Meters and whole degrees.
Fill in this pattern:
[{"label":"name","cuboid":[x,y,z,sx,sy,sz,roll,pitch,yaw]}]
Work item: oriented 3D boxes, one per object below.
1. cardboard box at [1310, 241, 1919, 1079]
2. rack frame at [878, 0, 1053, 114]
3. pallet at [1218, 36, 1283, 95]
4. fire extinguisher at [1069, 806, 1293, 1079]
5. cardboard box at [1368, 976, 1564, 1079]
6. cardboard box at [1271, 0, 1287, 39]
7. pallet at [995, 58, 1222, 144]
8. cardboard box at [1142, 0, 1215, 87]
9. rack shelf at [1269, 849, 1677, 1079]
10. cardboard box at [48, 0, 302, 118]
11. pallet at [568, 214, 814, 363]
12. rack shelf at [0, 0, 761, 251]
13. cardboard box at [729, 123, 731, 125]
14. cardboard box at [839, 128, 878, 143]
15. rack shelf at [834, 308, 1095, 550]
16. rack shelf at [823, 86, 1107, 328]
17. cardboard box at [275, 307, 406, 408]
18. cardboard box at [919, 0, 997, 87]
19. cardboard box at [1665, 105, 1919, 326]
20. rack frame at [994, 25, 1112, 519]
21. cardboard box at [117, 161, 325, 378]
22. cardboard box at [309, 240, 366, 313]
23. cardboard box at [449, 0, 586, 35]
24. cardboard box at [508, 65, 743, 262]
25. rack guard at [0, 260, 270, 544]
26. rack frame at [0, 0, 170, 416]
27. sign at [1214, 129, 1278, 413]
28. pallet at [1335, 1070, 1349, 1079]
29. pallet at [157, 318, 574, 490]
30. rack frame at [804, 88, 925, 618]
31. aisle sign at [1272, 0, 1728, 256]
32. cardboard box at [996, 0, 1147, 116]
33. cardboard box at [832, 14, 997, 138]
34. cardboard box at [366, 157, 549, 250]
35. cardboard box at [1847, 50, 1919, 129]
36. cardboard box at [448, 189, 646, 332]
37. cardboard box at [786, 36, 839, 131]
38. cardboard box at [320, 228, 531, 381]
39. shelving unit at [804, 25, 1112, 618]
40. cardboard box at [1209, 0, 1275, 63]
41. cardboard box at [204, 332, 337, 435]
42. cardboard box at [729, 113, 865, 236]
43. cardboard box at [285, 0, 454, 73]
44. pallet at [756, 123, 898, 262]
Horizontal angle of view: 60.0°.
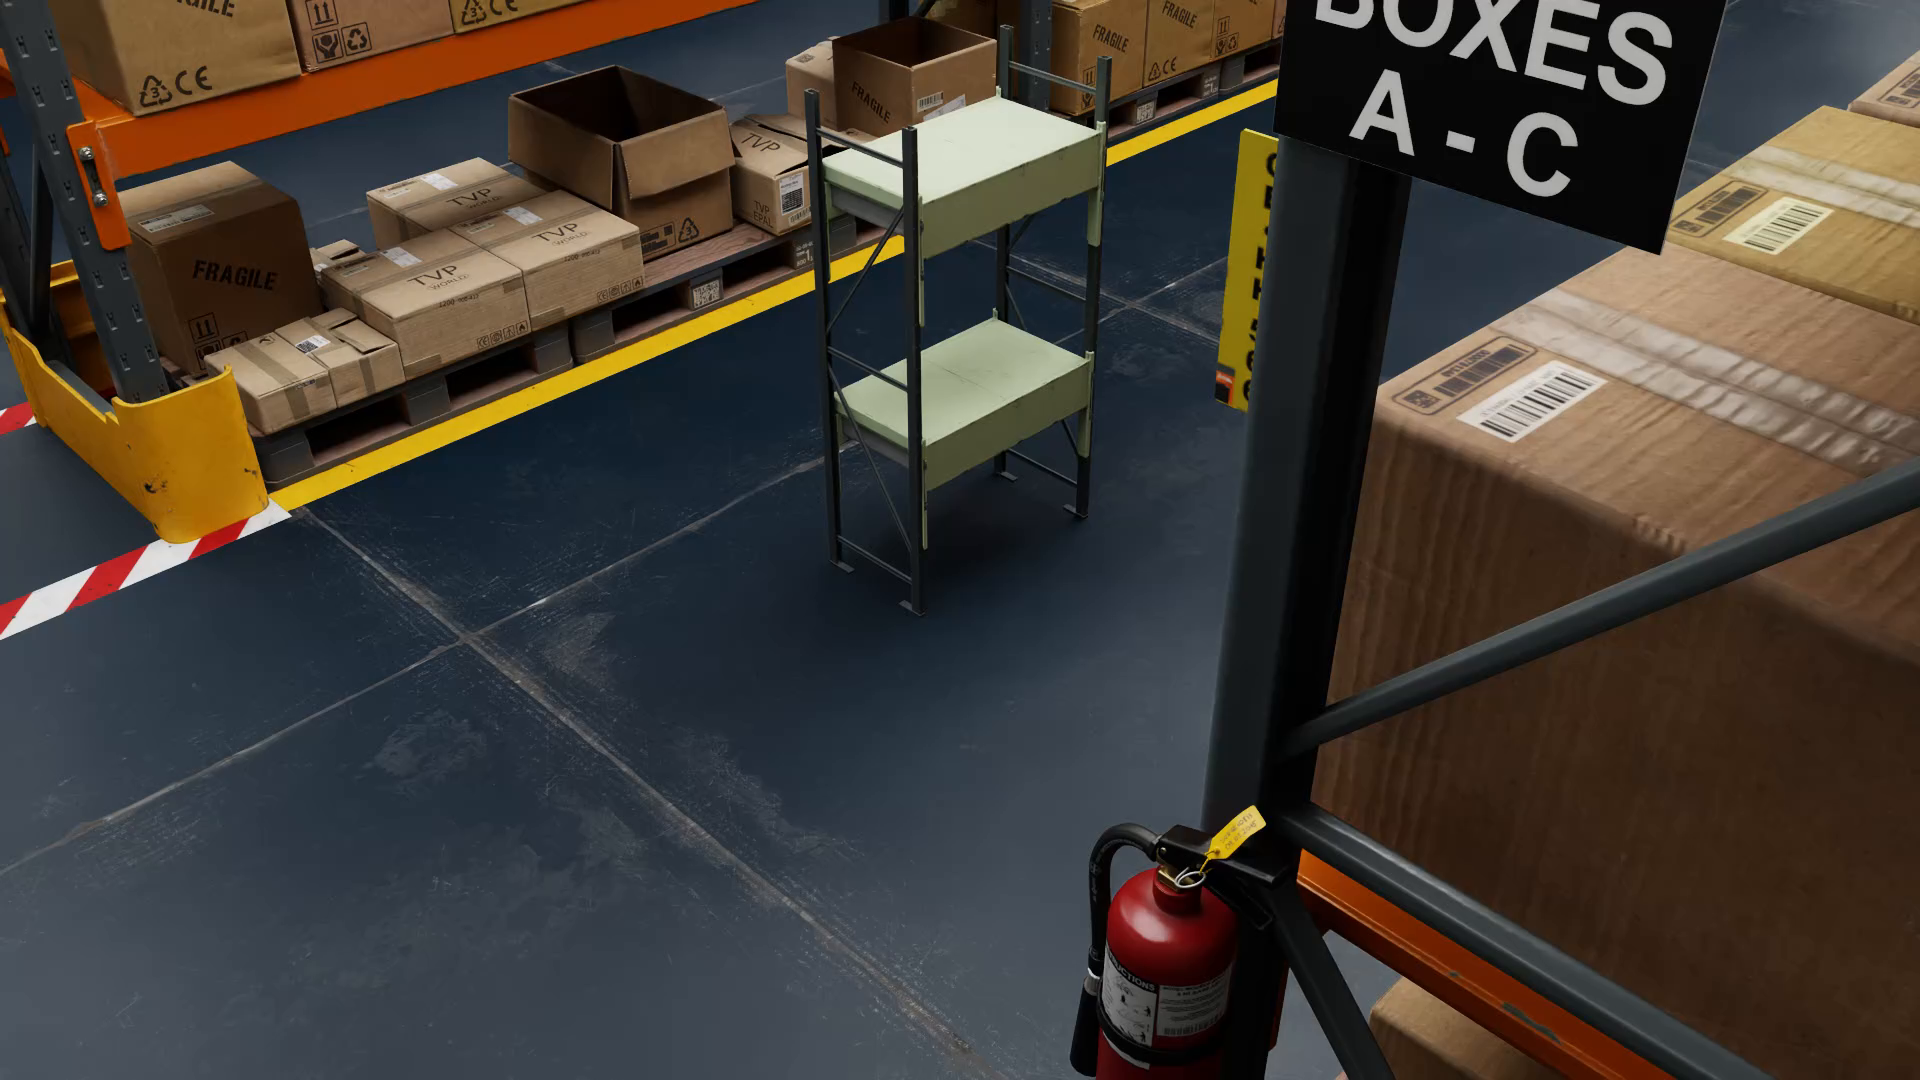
[{"label":"cardboard box","cuboid":[1.059,0.185,2.101,0.700,0.700,0.980,-28,43,-34]},{"label":"rack frame","cuboid":[0.007,-3.100,7.073,1.000,3.000,0.127,30,45,35]},{"label":"pallet","cuboid":[1.413,-2.799,9.079,1.003,0.211,1.213,30,45,35]},{"label":"fire extinguisher","cuboid":[0.273,0.579,2.192,0.296,0.674,0.183,30,45,35]},{"label":"cardboard box","cuboid":[1.129,1.047,2.944,0.700,0.500,0.500,30,45,35]},{"label":"cardboard box","cuboid":[1.603,-2.979,8.700,0.500,0.500,0.500,28,43,34]},{"label":"pallet","cuboid":[0.553,-2.302,8.366,1.003,0.211,1.213,30,45,35]},{"label":"cardboard box","cuboid":[0.889,-2.574,8.120,0.500,0.500,0.500,-29,44,-35]},{"label":"rack shelf","cuboid":[2.116,0.002,3.254,1.077,0.370,4.000,30,45,35]},{"label":"cardboard box","cuboid":[-2.312,-1.591,4.822,0.500,0.500,0.500,-29,44,-35]},{"label":"pallet","cuboid":[-1.337,-1.180,6.758,1.003,0.211,1.213,30,45,35]},{"label":"rack shelf","cuboid":[-1.402,-1.993,6.115,1.077,0.370,4.000,30,45,35]},{"label":"cardboard box","cuboid":[-1.045,-1.680,7.129,0.380,0.166,0.250,30,45,35]},{"label":"cardboard box","cuboid":[-0.415,-1.589,7.014,0.380,0.149,0.250,30,45,35]},{"label":"rack shelf","cuboid":[0.005,-0.350,5.011,0.431,0.370,0.720,30,45,35]},{"label":"rack shelf","cuboid":[0.005,-0.938,4.602,0.431,0.370,0.720,30,45,35]},{"label":"cardboard box","cuboid":[-2.096,-0.628,5.620,0.380,0.166,0.250,30,45,35]},{"label":"cardboard box","cuboid":[0.151,-2.571,8.115,0.500,0.500,0.500,29,44,35]},{"label":"cardboard box","cuboid":[1.564,-0.115,2.531,0.980,0.700,0.700,29,44,35]},{"label":"rack frame","cuboid":[0.263,-0.766,5.038,0.400,1.500,0.023,30,45,35]},{"label":"cardboard box","cuboid":[-2.603,-0.951,5.793,0.500,0.500,0.500,30,45,35]},{"label":"cardboard box","cuboid":[-2.254,-0.943,6.072,0.380,0.166,0.250,30,45,35]},{"label":"cardboard box","cuboid":[-1.596,-2.005,5.416,0.500,0.500,0.500,29,44,35]},{"label":"cardboard box","cuboid":[-1.313,-1.492,6.565,0.797,0.503,0.637,30,45,35]},{"label":"rack guard","cuboid":[-2.758,-0.482,5.504,1.175,0.500,0.348,30,45,35]},{"label":"rack frame","cuboid":[-2.811,-1.476,4.745,1.000,3.000,0.127,30,45,35]},{"label":"sign","cuboid":[0.331,-0.278,1.807,0.100,0.325,0.005,30,45,35]},{"label":"pallet","cuboid":[1.215,1.306,3.192,1.003,0.211,1.213,30,45,35]},{"label":"pallet","cuboid":[-2.197,-0.687,6.051,1.003,0.211,1.213,30,45,35]},{"label":"rack frame","cuboid":[-0.253,-0.469,4.612,0.400,1.500,0.023,30,45,35]},{"label":"aisle sign","cuboid":[0.443,-0.639,1.272,0.394,0.787,0.004,30,45,35]},{"label":"cardboard box","cuboid":[0.521,-2.353,7.803,0.500,0.500,0.500,27,43,33]},{"label":"cardboard box","cuboid":[-0.193,-1.910,7.167,0.500,0.500,0.500,30,45,35]},{"label":"cardboard box","cuboid":[-1.912,-1.222,6.400,0.500,0.250,0.500,30,45,35]},{"label":"cardboard box","cuboid":[2.107,-0.421,2.969,0.980,0.700,0.700,27,43,33]},{"label":"cardboard box","cuboid":[-1.522,-1.041,6.140,0.500,0.250,0.500,30,45,35]},{"label":"cardboard box","cuboid":[-0.442,-2.094,7.597,0.500,0.311,0.500,30,45,35]},{"label":"cardboard box","cuboid":[-1.875,-0.838,5.849,0.500,0.250,0.500,30,45,35]},{"label":"shelving unit","cuboid":[0.005,-0.618,4.825,0.431,1.500,0.755,30,45,35]},{"label":"cardboard box","cuboid":[1.246,-2.774,8.406,0.500,0.500,0.500,-29,44,-35]},{"label":"cardboard box","cuboid":[-2.272,-0.519,5.479,0.380,0.149,0.250,30,45,35]},{"label":"cardboard box","cuboid":[-0.722,-1.528,6.784,0.500,0.311,0.500,30,45,35]},{"label":"cardboard box","cuboid":[-1.952,-1.803,5.125,0.500,0.500,0.500,29,44,35]},{"label":"pallet","cuboid":[-0.478,-1.678,7.471,1.003,0.211,1.213,30,45,35]}]
